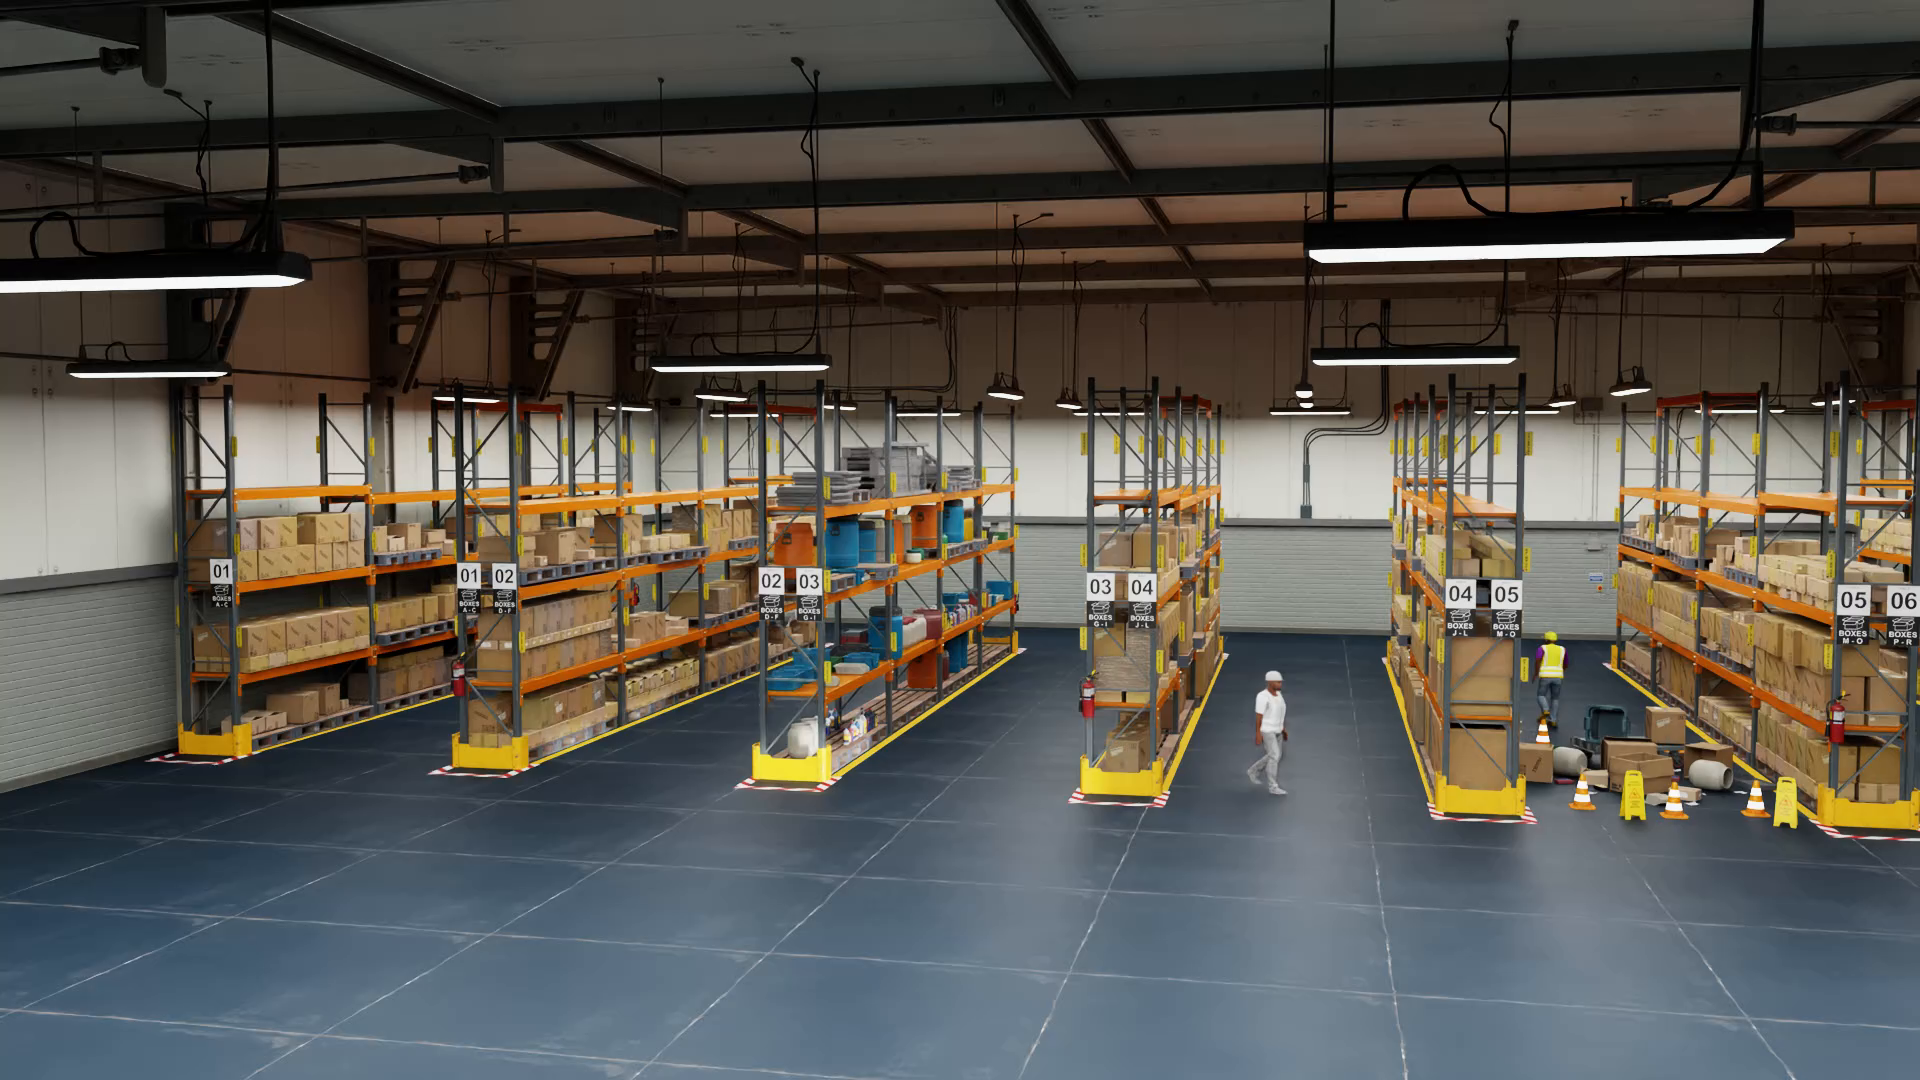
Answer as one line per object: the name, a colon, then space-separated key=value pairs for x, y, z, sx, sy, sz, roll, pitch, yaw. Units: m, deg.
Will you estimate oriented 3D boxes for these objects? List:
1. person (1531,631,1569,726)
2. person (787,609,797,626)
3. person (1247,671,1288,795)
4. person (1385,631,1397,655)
person: x=10.683 y=2.497 z=30.099 sx=0.657 sy=1.656 sz=0.767 roll=1 pitch=3 yaw=13
person: x=-4.159 y=1.734 z=42.822 sx=0.832 sy=1.763 sz=0.616 roll=0 pitch=3 yaw=5
person: x=4.482 y=2.772 z=24.151 sx=0.775 sy=1.756 sz=0.605 roll=3 pitch=4 yaw=38
person: x=10.604 y=1.935 z=39.701 sx=0.996 sy=1.686 sz=0.540 roll=0 pitch=3 yaw=-6
